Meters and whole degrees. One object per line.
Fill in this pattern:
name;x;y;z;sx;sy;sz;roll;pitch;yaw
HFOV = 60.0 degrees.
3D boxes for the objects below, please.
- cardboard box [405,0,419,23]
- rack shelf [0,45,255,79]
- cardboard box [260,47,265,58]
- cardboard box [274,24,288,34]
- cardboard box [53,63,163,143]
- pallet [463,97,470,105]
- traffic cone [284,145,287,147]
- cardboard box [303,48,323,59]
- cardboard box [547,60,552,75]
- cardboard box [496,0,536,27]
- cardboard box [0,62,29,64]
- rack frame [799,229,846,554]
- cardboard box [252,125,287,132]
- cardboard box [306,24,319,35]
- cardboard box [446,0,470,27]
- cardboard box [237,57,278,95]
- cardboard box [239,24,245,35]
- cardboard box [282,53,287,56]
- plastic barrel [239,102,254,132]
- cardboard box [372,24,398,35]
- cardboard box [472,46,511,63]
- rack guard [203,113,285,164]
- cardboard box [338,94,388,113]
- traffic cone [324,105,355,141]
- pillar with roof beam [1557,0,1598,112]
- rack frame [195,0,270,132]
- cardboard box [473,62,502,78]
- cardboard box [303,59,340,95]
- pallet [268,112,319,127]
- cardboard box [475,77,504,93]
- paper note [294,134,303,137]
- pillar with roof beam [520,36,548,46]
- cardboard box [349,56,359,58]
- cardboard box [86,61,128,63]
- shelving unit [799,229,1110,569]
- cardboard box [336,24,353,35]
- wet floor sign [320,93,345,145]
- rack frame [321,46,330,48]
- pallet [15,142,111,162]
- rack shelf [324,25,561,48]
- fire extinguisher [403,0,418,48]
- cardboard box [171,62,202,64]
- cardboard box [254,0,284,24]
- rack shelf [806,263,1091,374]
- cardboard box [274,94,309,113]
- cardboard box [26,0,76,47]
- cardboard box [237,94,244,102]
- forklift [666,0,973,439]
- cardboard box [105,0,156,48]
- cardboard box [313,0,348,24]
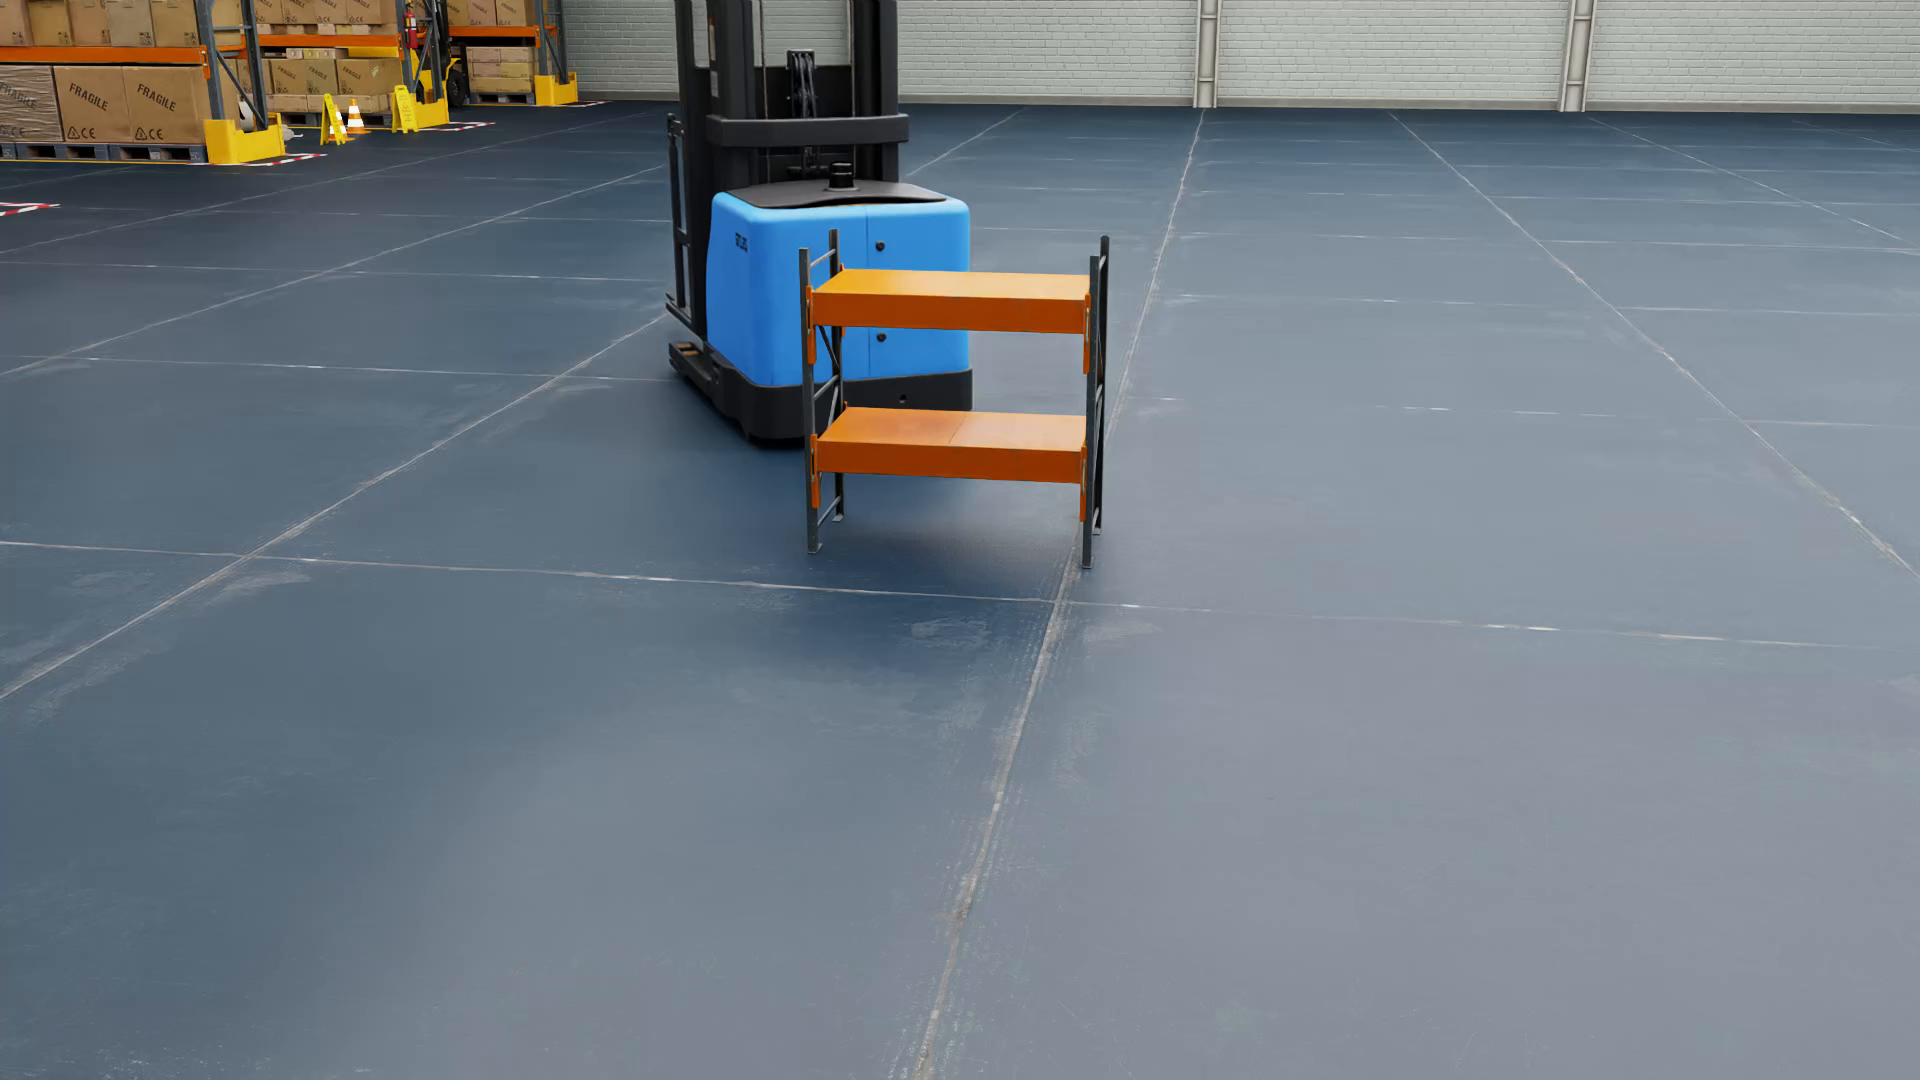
cardboard box;-8.321;-7.860;24.440;0.500;0.500;0.500;3;19;8
rack shelf;-10.558;-5.764;19.937;4.000;0.370;1.077;3;19;9
cardboard box;-10.419;-7.143;24.392;0.250;0.149;0.380;4;19;12
cardboard box;-9.807;-7.476;24.316;0.250;0.149;0.380;3;19;9
cardboard box;-10.132;-5.253;19.963;0.875;0.875;0.875;3;19;8
pallet;-9.077;-7.881;29.524;1.213;0.211;1.003;3;19;9
traffic cone;-8.882;-5.273;21.334;0.334;0.463;0.336;3;19;9
cardboard box;-9.351;-7.089;24.229;0.250;0.149;0.380;3;19;10
cardboard box;-7.545;-8.337;29.376;0.500;0.250;0.500;3;19;10
cardboard box;-7.642;-9.106;28.633;0.500;0.500;0.500;3;19;7
cardboard box;-11.923;-5.344;20.234;0.875;0.875;0.875;3;19;9
rack frame;-0.509;-0.559;6.202;0.032;1.125;0.500;3;19;9
cardboard box;-9.512;-5.642;22.930;0.250;0.149;0.380;14;23;37
cardboard box;-9.308;-7.451;24.241;0.250;0.149;0.380;3;19;9
cardboard box;-8.658;-9.160;28.796;0.500;0.500;0.500;3;19;8
cardboard box;-10.265;-6.849;24.534;0.500;0.500;0.500;4;19;12
cardboard box;-10.325;-7.459;24.265;0.250;0.149;0.380;3;19;9
cardboard box;-11.580;-8.413;29.800;0.625;0.625;0.875;4;19;11
plastic barrel;-10.177;-5.969;23.474;0.512;0.421;0.421;-15;24;-38
cardboard box;-8.301;-7.393;24.068;0.250;0.149;0.380;4;19;10
cardboard box;-8.123;-8.435;28.880;0.500;0.250;0.500;3;19;10
rack guard;-8.559;-4.818;19.915;0.348;0.500;1.175;3;19;9
cardboard box;-8.762;-6.413;24.415;0.500;0.250;0.500;3;19;8
traffic cone;-8.367;-5.610;22.341;0.334;0.463;0.336;3;19;9
pillar with roof beam;9.431;-10.024;22.079;0.400;9.000;9.100;3;19;9
rack frame;-8.583;-6.005;19.522;0.127;3.000;1.000;3;19;9
cardboard box;-8.138;-8.203;28.977;0.500;0.250;0.500;3;19;8
cardboard box;-9.246;-6.795;24.375;0.500;0.500;0.500;4;19;11
pallet;-9.970;-6.356;24.967;1.213;0.211;1.003;3;19;9
cardboard box;-8.118;-7.964;29.049;0.500;0.250;0.500;3;19;9
paper note;-9.147;-5.577;22.922;0.142;0.019;0.148;-3;19;-10
pillar with roof beam;-8.341;-10.930;24.786;0.400;9.000;9.100;3;19;9
cardboard box;-9.191;-6.965;24.881;0.500;0.500;0.500;2;19;7
cardboard box;-15.464;-8.486;30.216;0.500;0.500;0.500;3;19;10
shelving unit;-0.007;-0.534;6.126;1.048;1.125;0.538;3;19;9
cardboard box;-8.818;-7.391;24.061;0.250;0.149;0.380;3;19;8
wet floor sign;-8.240;-5.507;21.745;0.232;0.644;0.267;0;19;-1
rack frame;-11.063;-9.317;29.422;0.127;3.000;1.000;3;19;9
pallet;-10.586;-4.760;20.197;1.213;0.211;1.003;3;19;9
rack shelf;-9.089;-8.875;29.235;4.000;0.370;1.077;3;19;9
fire extinguisher;-7.858;-7.374;23.736;0.183;0.674;0.296;3;19;9
cardboard box;-11.307;-6.898;24.683;0.500;0.500;0.500;4;19;11
cardboard box;-9.962;-7.774;24.185;0.500;0.500;0.500;3;19;9
rack shelf;-0.007;-0.811;6.033;1.000;0.278;0.538;3;19;9
cardboard box;-9.766;-6.465;24.570;0.500;0.250;0.500;2;19;7
cardboard box;-10.566;-6.182;19.817;0.500;0.550;0.875;3;19;9
cardboard box;-10.779;-6.520;24.732;0.500;0.250;0.500;4;19;12
forklift;-0.931;-2.269;8.465;1.130;2.935;3.031;-7;20;-19
cardboard box;-9.503;-6.101;19.574;0.550;0.550;0.875;3;19;9
cardboard box;-8.971;-7.717;24.012;0.500;0.500;0.500;3;19;9
